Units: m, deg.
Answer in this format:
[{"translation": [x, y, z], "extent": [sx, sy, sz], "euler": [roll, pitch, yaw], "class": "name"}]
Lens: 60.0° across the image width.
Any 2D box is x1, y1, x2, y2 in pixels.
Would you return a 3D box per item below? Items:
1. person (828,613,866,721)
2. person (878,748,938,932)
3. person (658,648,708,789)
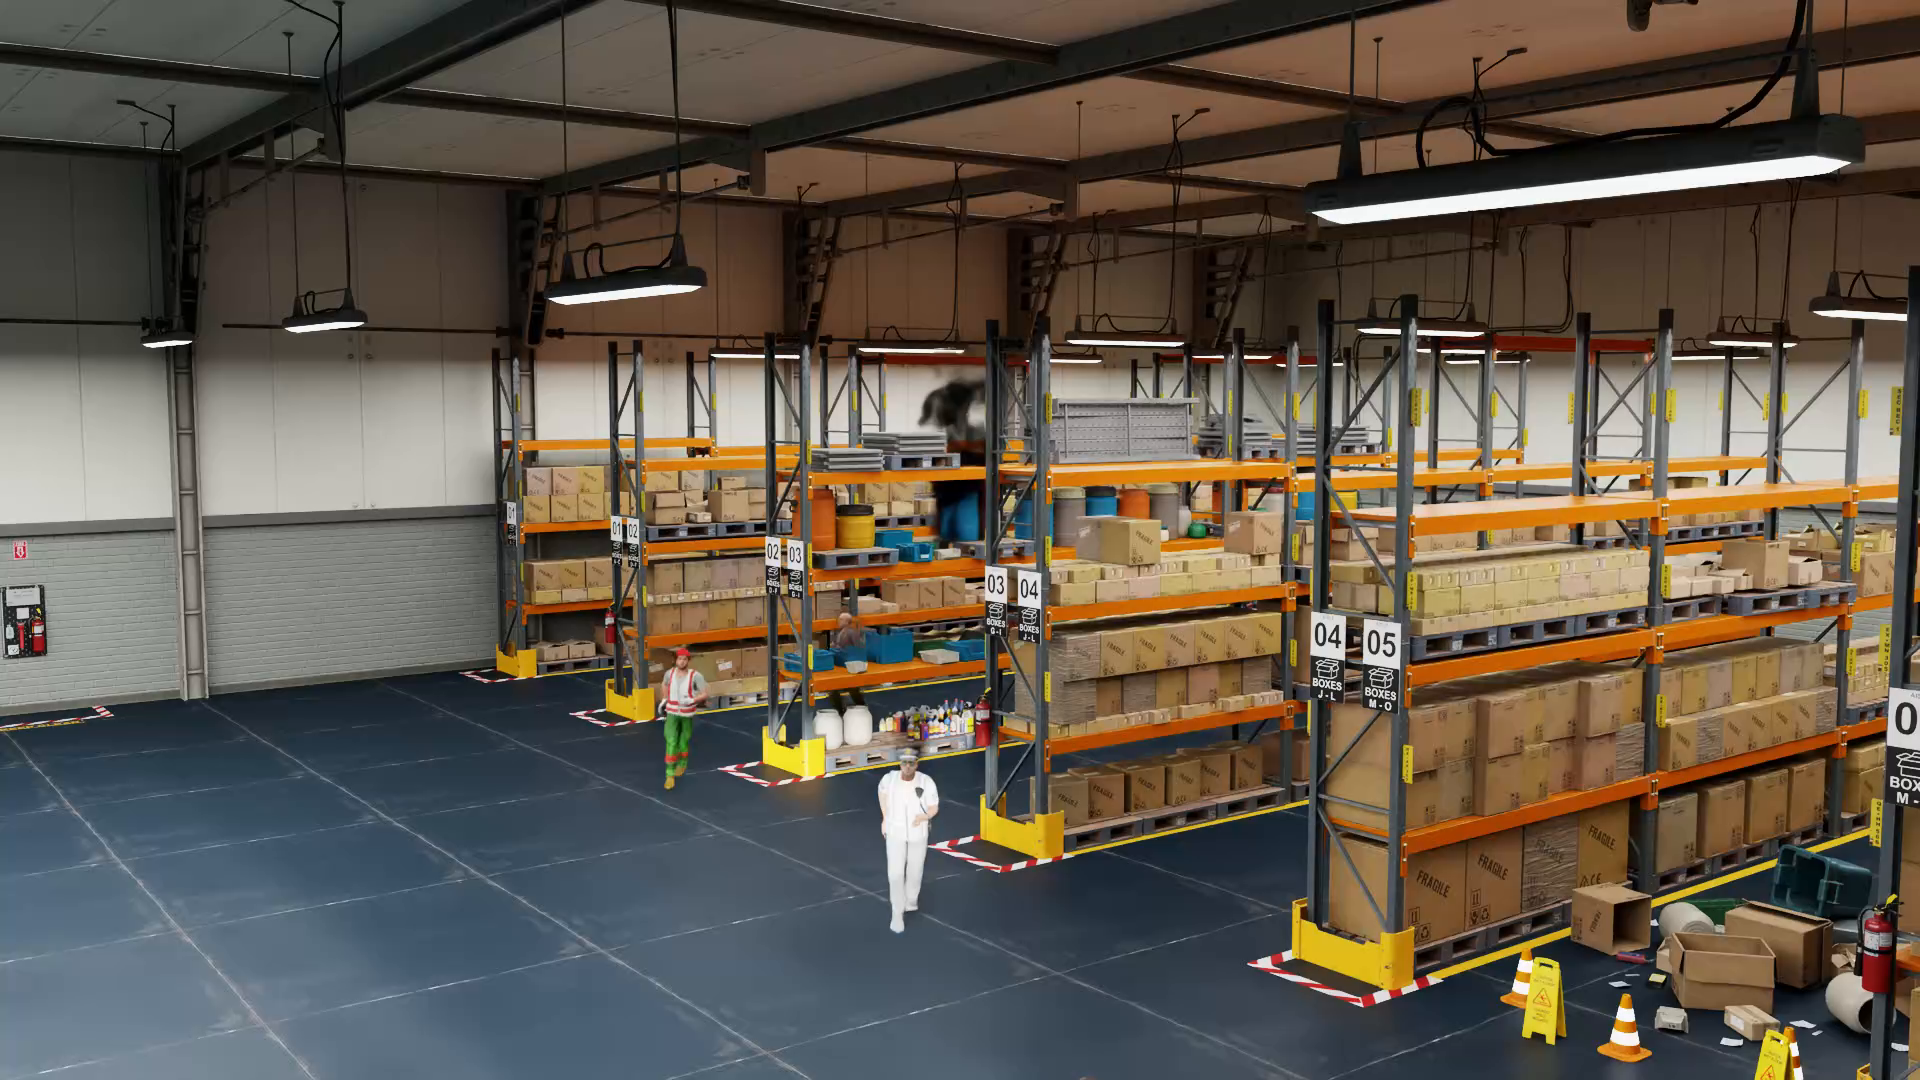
[{"translation": [-1.720, 2.062, 25.696], "extent": [0.847, 1.815, 0.666], "euler": [-5, 7, -44], "class": "person"}, {"translation": [-0.502, 2.886, 16.210], "extent": [0.569, 1.817, 0.893], "euler": [0, 5, -5], "class": "person"}, {"translation": [-3.658, 2.307, 21.925], "extent": [0.668, 1.762, 0.986], "euler": [0, 5, -1], "class": "person"}]
